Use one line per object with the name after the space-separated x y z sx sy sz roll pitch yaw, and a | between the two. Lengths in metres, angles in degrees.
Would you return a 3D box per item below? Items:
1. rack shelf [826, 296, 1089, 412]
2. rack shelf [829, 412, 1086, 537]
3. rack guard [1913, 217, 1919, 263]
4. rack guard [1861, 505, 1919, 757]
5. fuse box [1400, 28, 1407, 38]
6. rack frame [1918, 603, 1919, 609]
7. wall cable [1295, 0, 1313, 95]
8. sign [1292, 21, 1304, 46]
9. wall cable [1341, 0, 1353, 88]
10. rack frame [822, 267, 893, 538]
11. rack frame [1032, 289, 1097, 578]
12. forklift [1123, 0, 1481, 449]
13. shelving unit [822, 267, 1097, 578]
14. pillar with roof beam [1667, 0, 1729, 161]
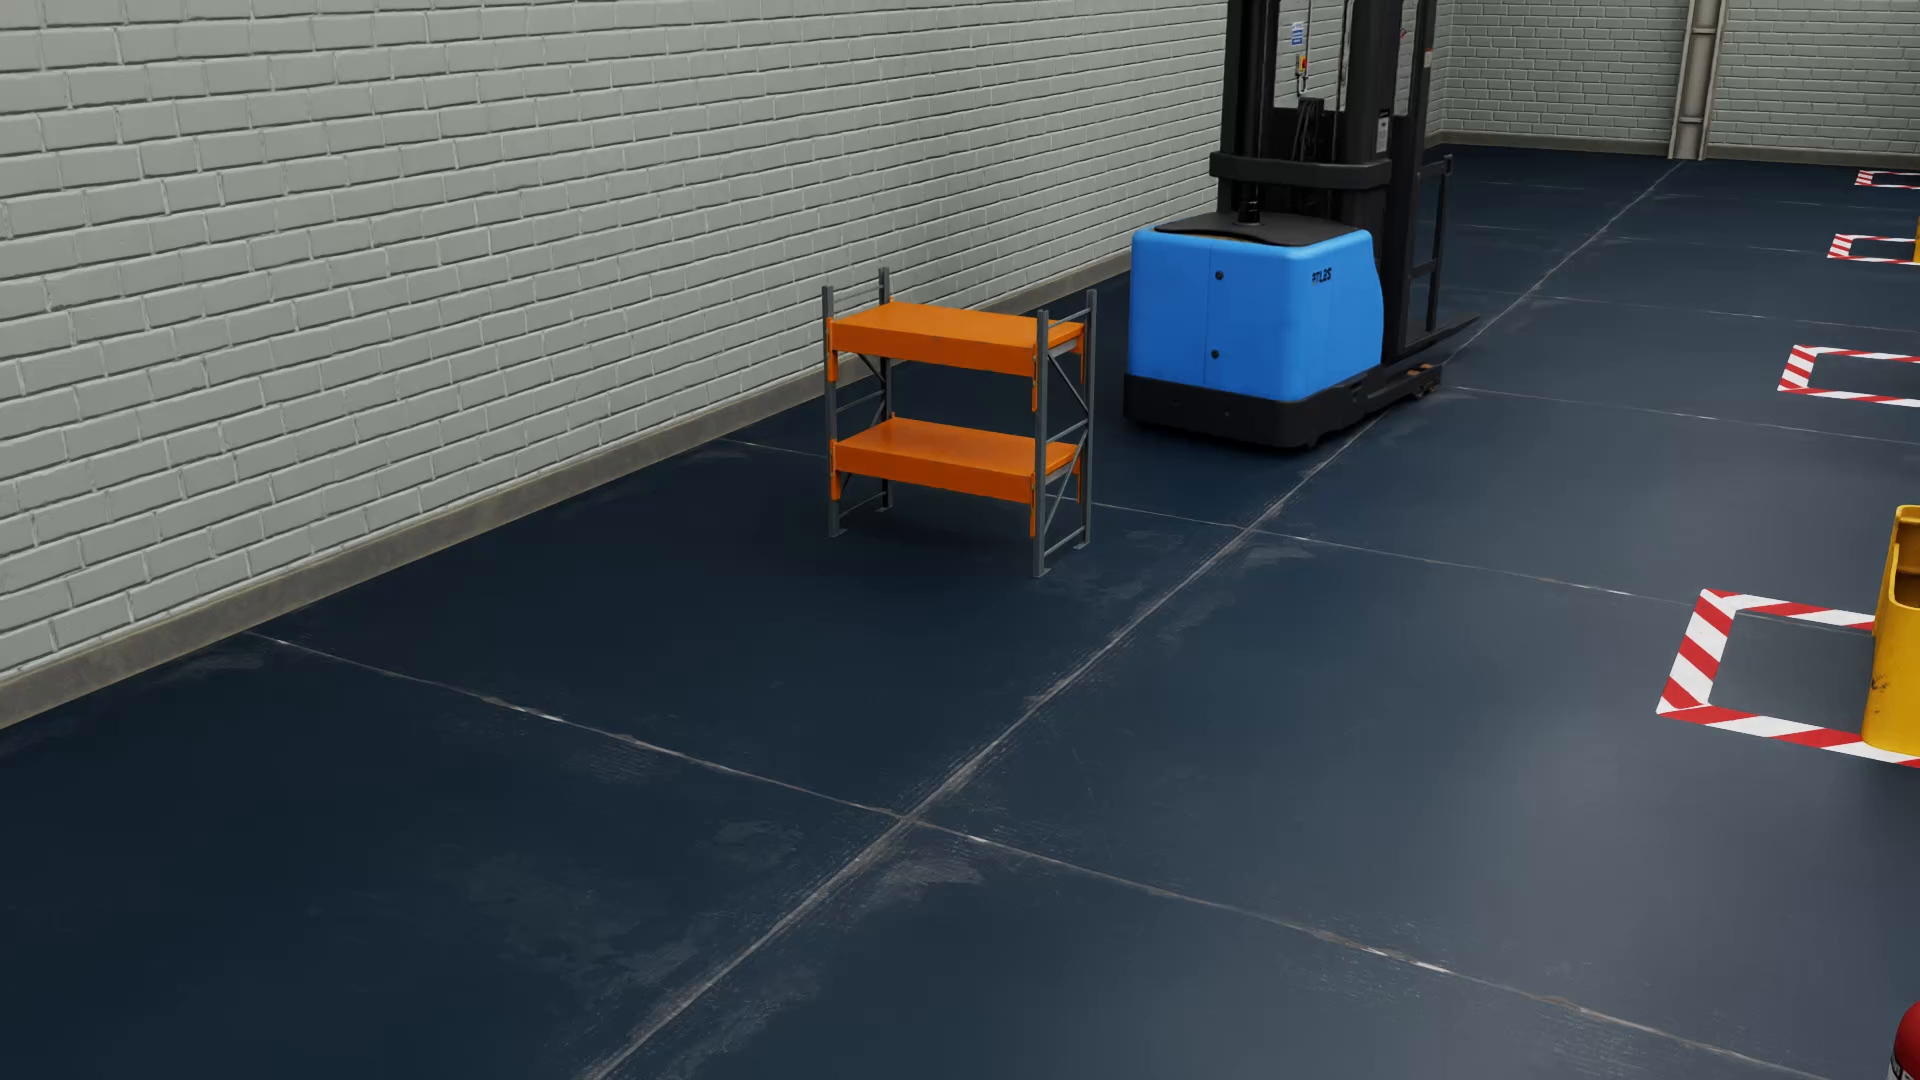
-0.006 -0.805 7.077 1.000 0.278 0.538 11 23 27 | rack shelf
-0.006 -0.300 7.260 1.000 0.278 0.538 11 23 27 | rack shelf
8.243 -2.652 13.944 0.348 0.500 1.175 11 23 27 | rack guard
3.410 0.298 5.811 0.348 0.500 1.175 11 23 27 | rack guard
4.482 -4.750 17.949 0.414 1.711 0.539 11 23 27 | fuse box
3.431 -0.873 5.373 0.127 3.000 1.000 11 23 27 | rack frame
3.330 -5.246 15.894 0.123 1.953 0.585 11 23 27 | wall cable
3.253 -4.877 16.015 0.001 0.218 0.327 11 23 27 | sign
4.011 -5.656 17.069 0.122 1.984 0.588 11 23 27 | wall cable
-0.450 -0.614 7.409 0.032 1.125 0.500 11 23 27 | rack frame
0.438 -0.445 6.943 0.032 1.125 0.500 11 23 27 | rack frame
2.176 -2.282 9.358 1.130 2.935 3.031 15 25 35 | forklift
-0.006 -0.530 7.176 1.048 1.125 0.538 11 23 27 | shelving unit
6.668 -7.557 15.002 0.400 9.000 9.100 11 23 27 | pillar with roof beam
